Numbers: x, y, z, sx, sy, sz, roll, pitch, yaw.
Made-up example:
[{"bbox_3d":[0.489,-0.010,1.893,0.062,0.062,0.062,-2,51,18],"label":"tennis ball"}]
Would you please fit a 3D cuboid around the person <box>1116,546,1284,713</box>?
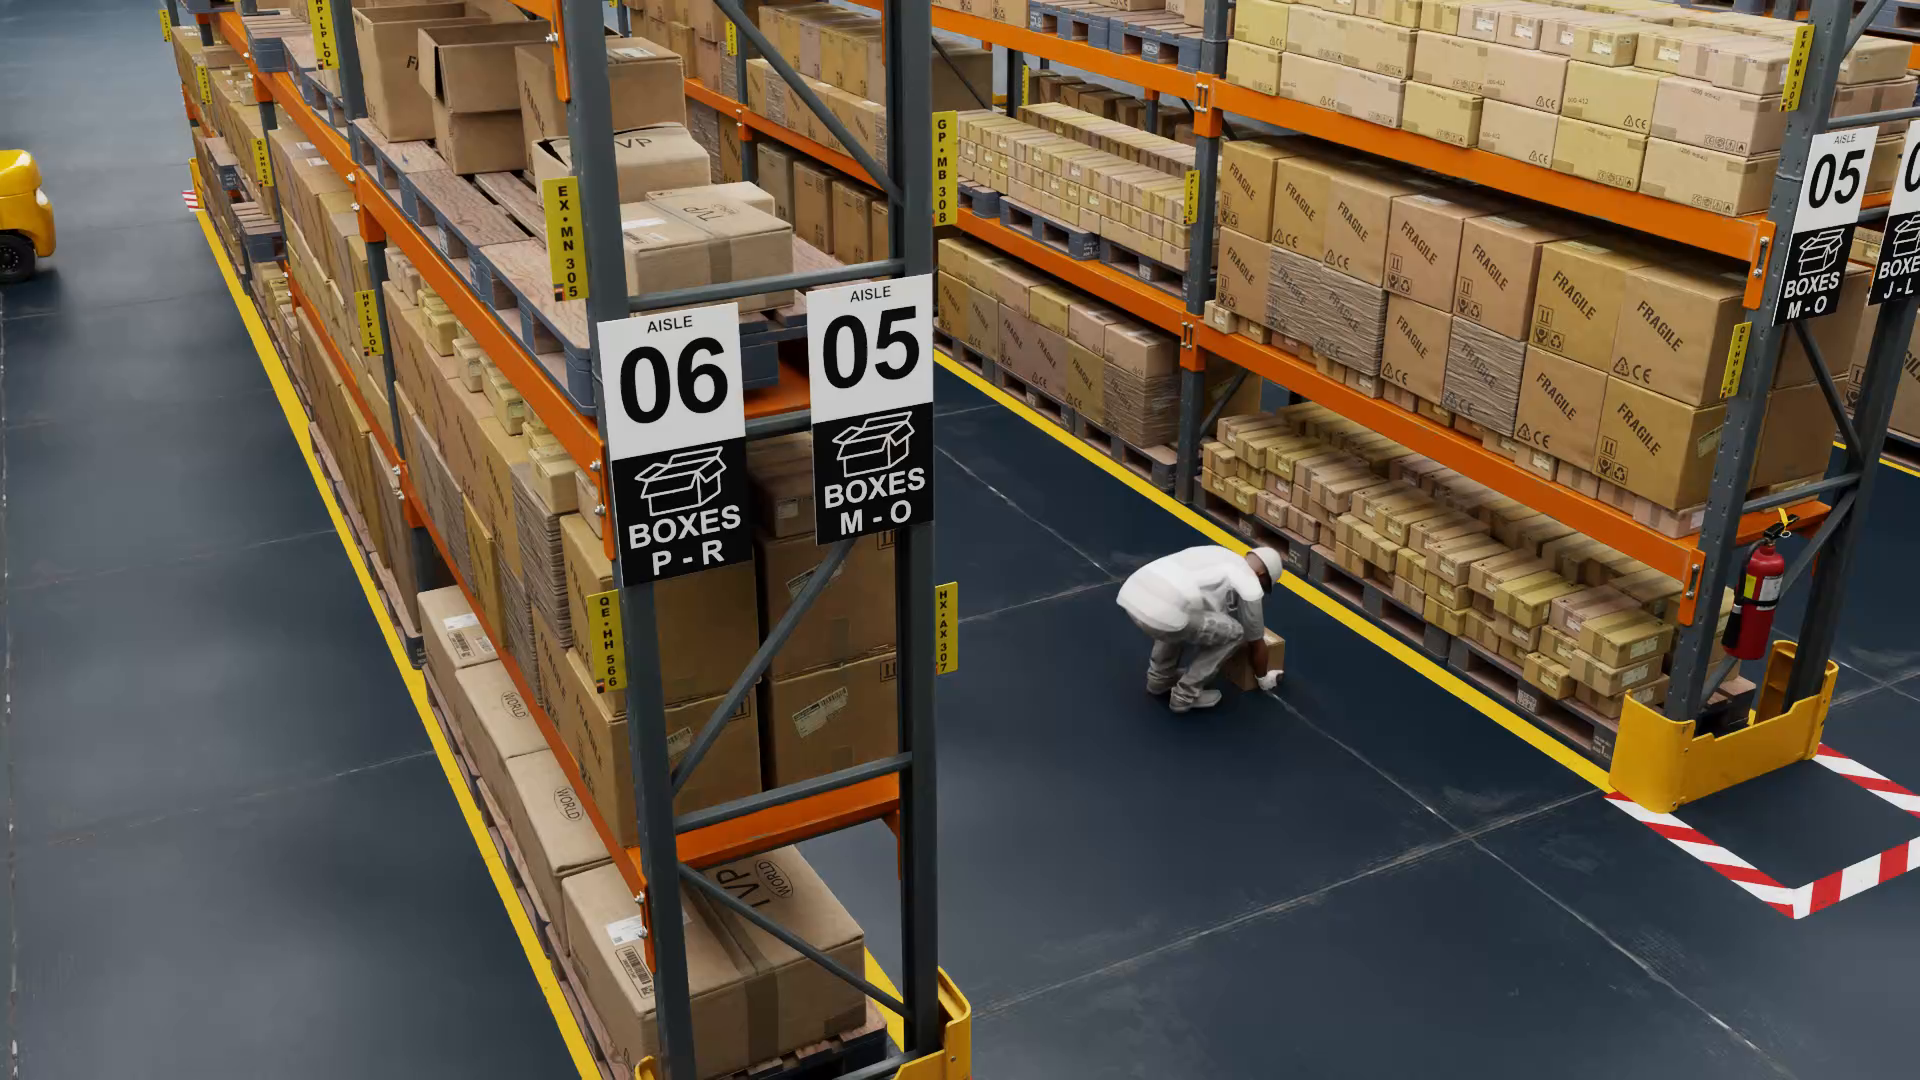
[{"bbox_3d":[1.282,0.442,8.801,0.992,0.844,0.533,-14,29,-27],"label":"person"}]
